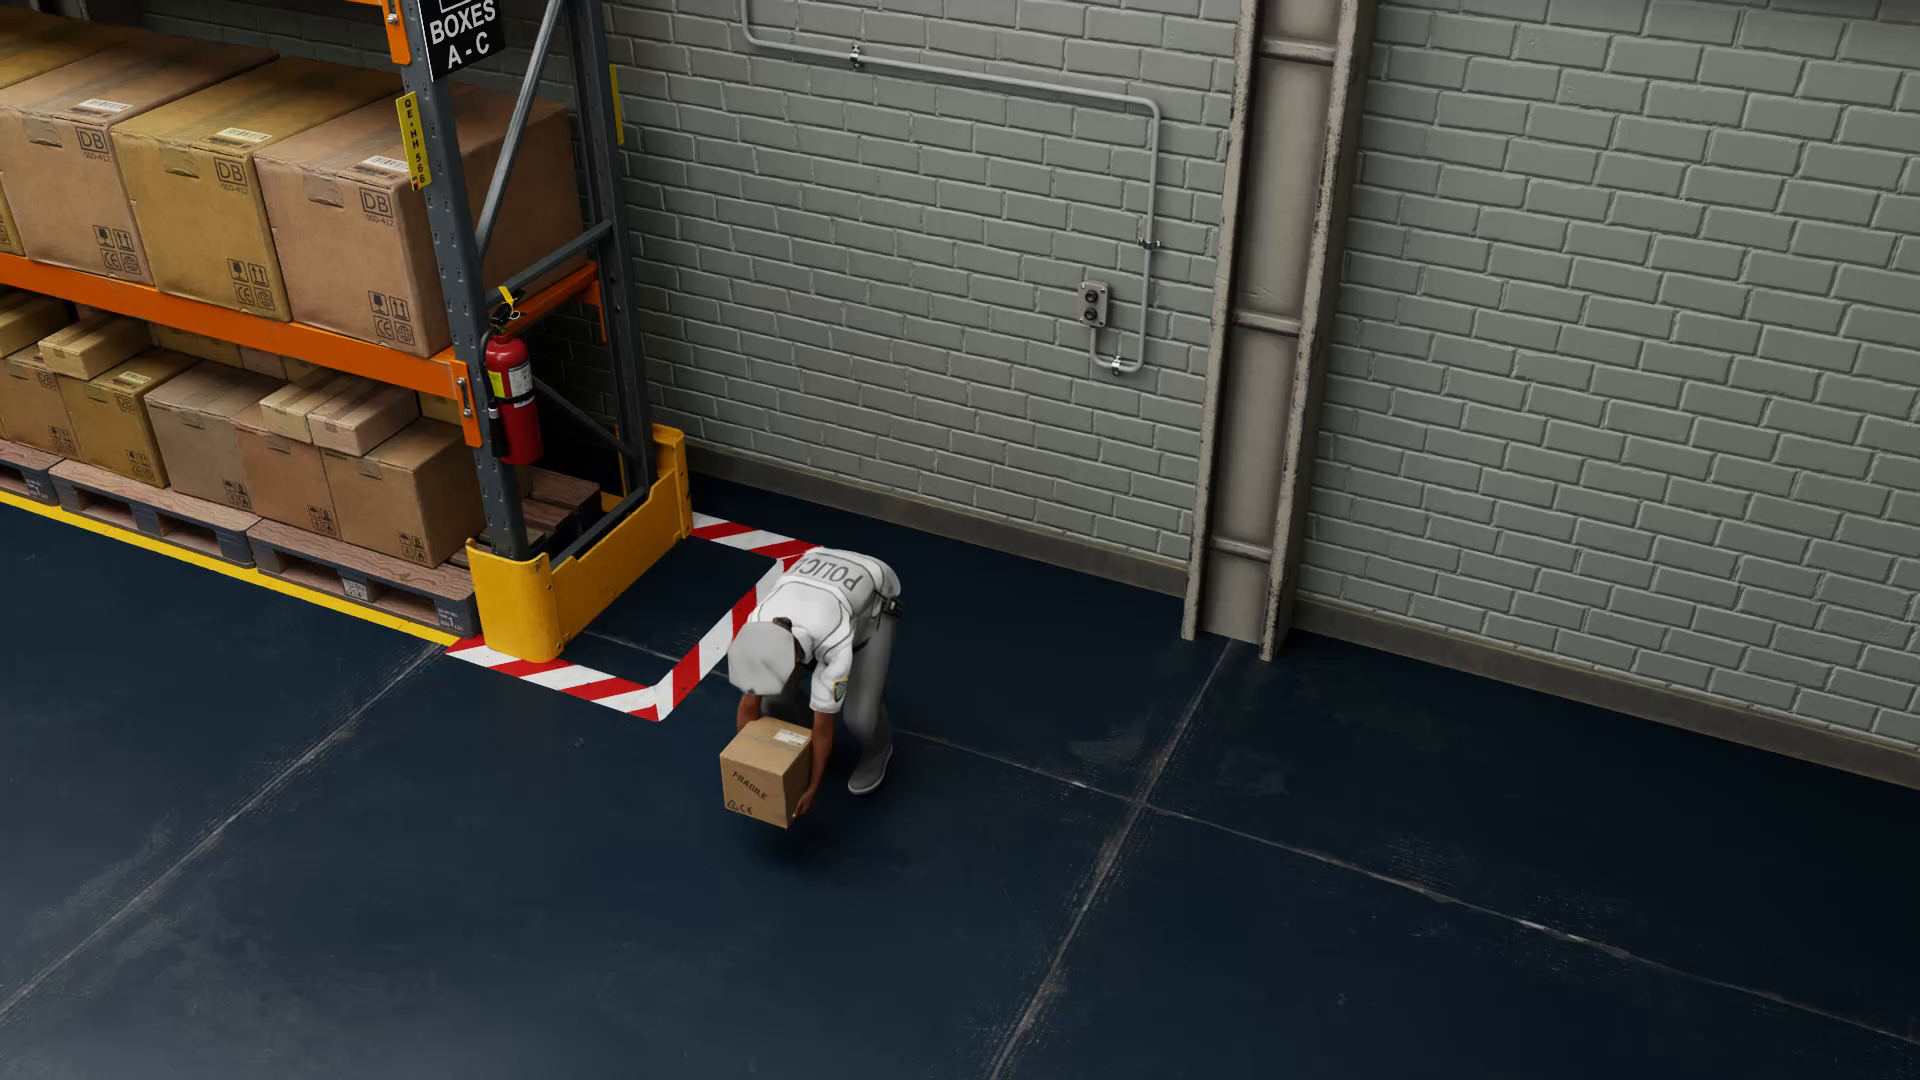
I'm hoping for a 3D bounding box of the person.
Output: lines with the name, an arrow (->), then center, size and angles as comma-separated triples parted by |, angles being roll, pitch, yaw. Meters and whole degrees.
person -> -7.105, 1.331, 4.005 | 11.130, 1.841, 9.701 | 13, 36, 18
